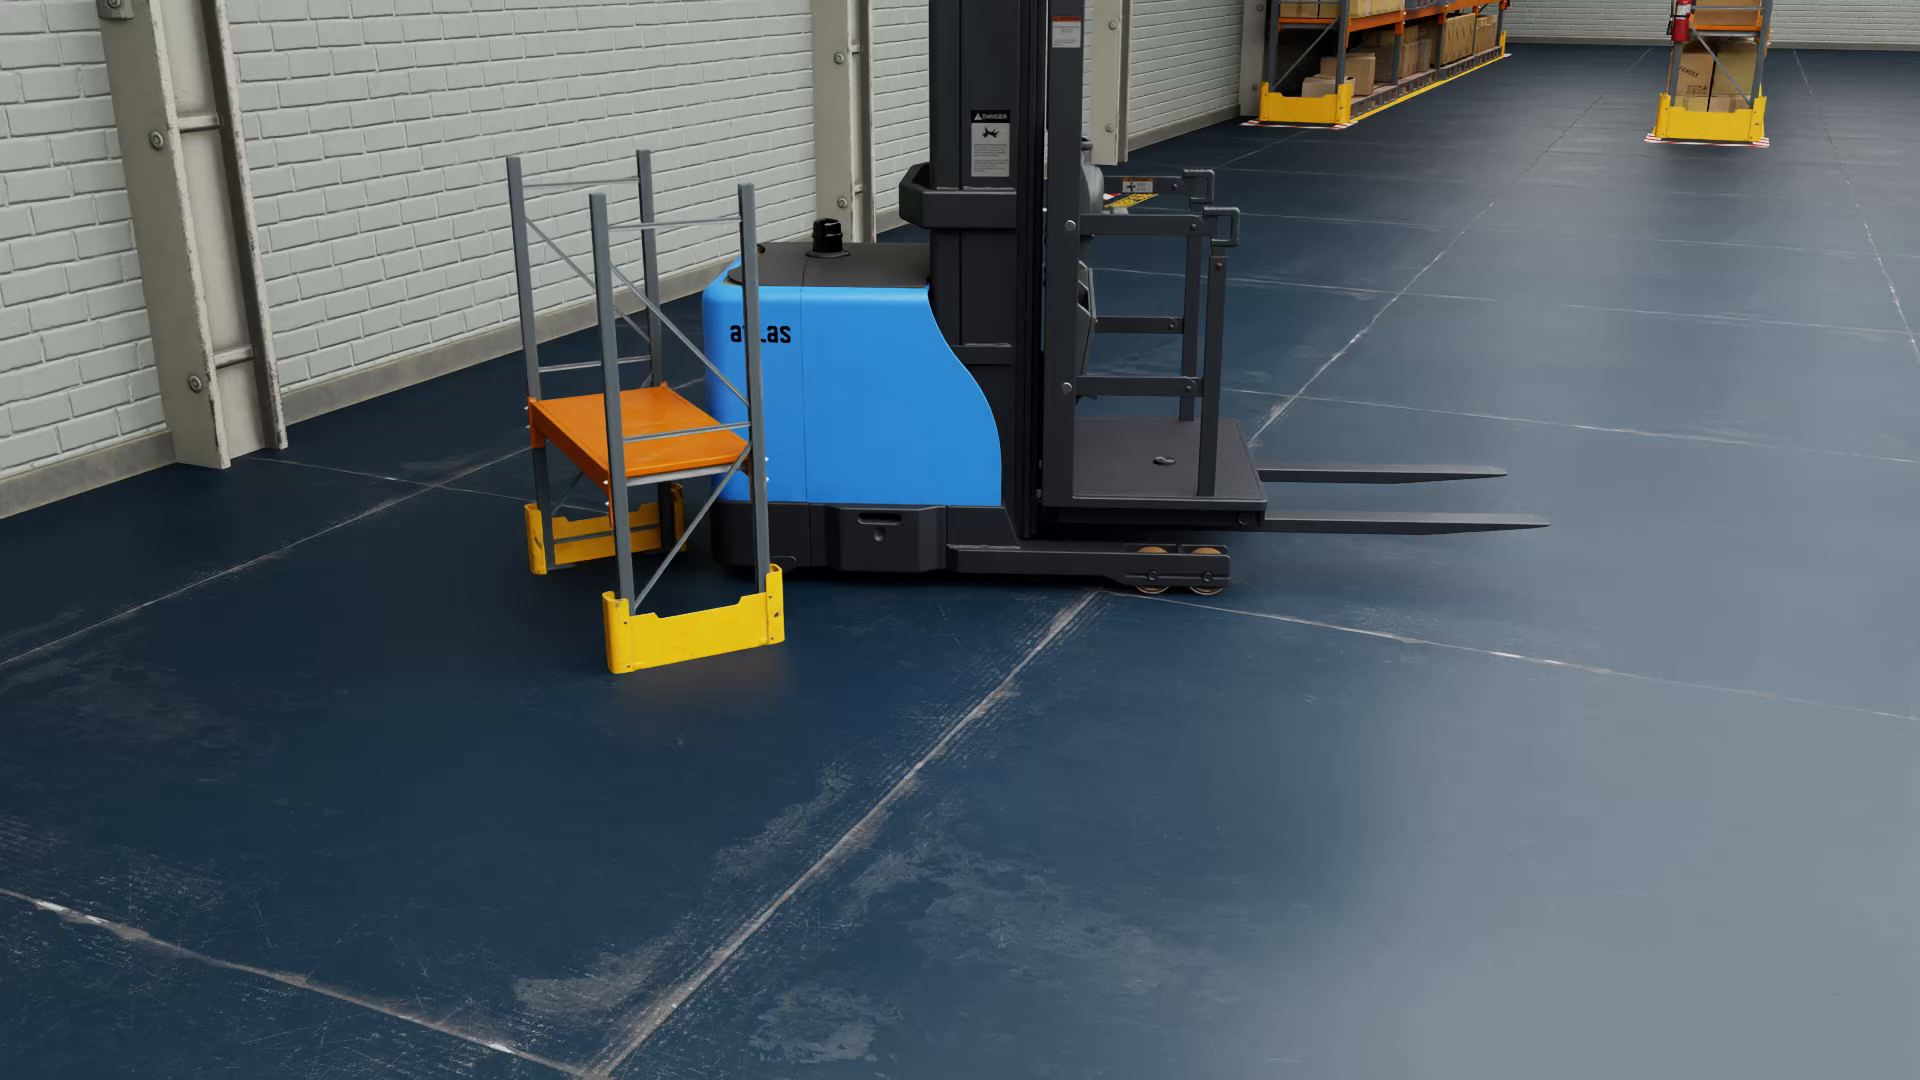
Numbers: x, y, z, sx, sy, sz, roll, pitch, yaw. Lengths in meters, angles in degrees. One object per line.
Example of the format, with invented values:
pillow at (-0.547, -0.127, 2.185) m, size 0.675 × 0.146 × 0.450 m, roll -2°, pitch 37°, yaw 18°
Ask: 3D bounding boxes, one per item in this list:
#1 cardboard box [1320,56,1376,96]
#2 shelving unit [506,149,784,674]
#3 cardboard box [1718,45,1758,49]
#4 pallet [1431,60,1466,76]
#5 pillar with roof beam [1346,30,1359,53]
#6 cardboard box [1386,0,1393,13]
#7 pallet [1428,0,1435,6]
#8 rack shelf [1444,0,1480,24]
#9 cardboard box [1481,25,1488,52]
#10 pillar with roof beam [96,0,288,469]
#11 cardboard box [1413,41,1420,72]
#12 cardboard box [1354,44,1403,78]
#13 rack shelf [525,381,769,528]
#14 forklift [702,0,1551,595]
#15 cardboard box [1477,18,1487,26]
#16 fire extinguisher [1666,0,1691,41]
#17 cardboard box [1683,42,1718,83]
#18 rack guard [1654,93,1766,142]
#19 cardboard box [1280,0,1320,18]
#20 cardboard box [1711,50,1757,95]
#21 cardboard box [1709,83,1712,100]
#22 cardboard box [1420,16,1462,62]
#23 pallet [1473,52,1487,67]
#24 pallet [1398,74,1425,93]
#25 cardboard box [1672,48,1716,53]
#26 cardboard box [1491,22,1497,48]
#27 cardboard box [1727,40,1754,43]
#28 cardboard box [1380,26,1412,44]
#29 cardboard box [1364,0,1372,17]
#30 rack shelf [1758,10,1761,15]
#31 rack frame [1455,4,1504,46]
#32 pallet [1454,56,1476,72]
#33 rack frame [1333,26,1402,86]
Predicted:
cardboard box at (5.496, -6.598, 23.618) m, size 0.700 × 0.500 × 0.500 m, roll 7°, pitch 21°, yaw 19°
shelving unit at (-1.088, -0.485, 5.595) m, size 0.587 × 1.500 × 1.083 m, roll -10°, pitch 22°, yaw -26°
cardboard box at (10.303, -6.301, 22.067) m, size 0.500 × 0.500 × 0.500 m, roll 9°, pitch 21°, yaw 23°
pallet at (8.720, -8.711, 30.649) m, size 1.003 × 0.211 × 1.213 m, roll 9°, pitch 21°, yaw 23°
pillar with roof beam at (10.434, -11.380, 25.038) m, size 9.100 × 9.000 × 0.400 m, roll 9°, pitch 21°, yaw 23°
cardboard box at (5.869, -7.645, 23.684) m, size 0.500 × 0.250 × 0.500 m, roll 8°, pitch 21°, yaw 22°
pallet at (7.054, -8.722, 26.803) m, size 1.003 × 0.211 × 1.213 m, roll 9°, pitch 21°, yaw 23°
rack shelf at (8.647, -9.695, 30.328) m, size 1.077 × 0.370 × 4.000 m, roll 9°, pitch 21°, yaw 23°
cardboard box at (10.286, -10.190, 33.749) m, size 0.700 × 0.500 × 0.500 m, roll 9°, pitch 22°, yaw 24°
pillar with roof beam at (0.606, -4.043, 4.409) m, size 9.100 × 9.000 × 0.400 m, roll 9°, pitch 21°, yaw 23°
cardboard box at (7.263, -8.084, 27.796) m, size 0.700 × 0.500 × 0.500 m, roll 9°, pitch 21°, yaw 23°
cardboard box at (6.642, -7.622, 26.498) m, size 0.700 × 0.500 × 0.500 m, roll 8°, pitch 21°, yaw 22°
rack shelf at (-1.083, -0.313, 5.647) m, size 0.538 × 0.185 × 1.000 m, roll -10°, pitch 22°, yaw -26°
forklift at (0.627, -1.368, 5.942) m, size 3.031 × 2.935 × 1.130 m, roll 1°, pitch 20°, yaw 3°
cardboard box at (10.386, -10.425, 33.442) m, size 0.380 × 0.149 × 0.250 m, roll 8°, pitch 21°, yaw 21°
fire extinguisher at (8.600, -6.290, 19.794) m, size 0.296 × 0.674 × 0.183 m, roll 9°, pitch 21°, yaw 23°
cardboard box at (10.037, -6.524, 22.696) m, size 0.500 × 0.500 × 0.500 m, roll 9°, pitch 21°, yaw 23°
rack guard at (9.063, -5.114, 20.102) m, size 1.175 × 0.500 × 0.348 m, roll 9°, pitch 21°, yaw 23°
cardboard box at (4.566, -7.086, 22.110) m, size 0.500 × 0.250 × 0.500 m, roll 9°, pitch 21°, yaw 23°
cardboard box at (9.698, -5.841, 20.774) m, size 0.500 × 0.500 × 0.500 m, roll 9°, pitch 21°, yaw 23°
cardboard box at (10.035, -6.172, 22.823) m, size 0.500 × 0.250 × 0.500 m, roll 9°, pitch 21°, yaw 23°
cardboard box at (8.613, -9.082, 30.110) m, size 0.750 × 0.750 × 0.750 m, roll 8°, pitch 21°, yaw 22°
pallet at (9.848, -9.554, 33.017) m, size 1.003 × 0.211 × 1.213 m, roll 9°, pitch 21°, yaw 23°
pallet at (7.005, -7.499, 27.239) m, size 1.003 × 0.211 × 1.213 m, roll 9°, pitch 21°, yaw 23°
cardboard box at (9.417, -6.067, 21.409) m, size 0.500 × 0.500 × 0.500 m, roll 9°, pitch 21°, yaw 23°
cardboard box at (10.908, -10.661, 35.073) m, size 0.700 × 0.500 × 0.500 m, roll 9°, pitch 21°, yaw 23°
cardboard box at (13.005, -8.035, 27.658) m, size 0.500 × 0.500 × 0.500 m, roll 8°, pitch 21°, yaw 21°
cardboard box at (7.084, -8.255, 27.159) m, size 0.500 × 0.250 × 0.500 m, roll 8°, pitch 21°, yaw 22°
cardboard box at (5.241, -7.182, 22.382) m, size 0.500 × 0.250 × 0.500 m, roll 8°, pitch 21°, yaw 21°
rack shelf at (11.529, -7.794, 24.982) m, size 1.077 × 0.370 × 4.000 m, roll 9°, pitch 21°, yaw 23°
rack frame at (11.104, -11.868, 35.365) m, size 1.000 × 3.000 × 0.127 m, roll 9°, pitch 21°, yaw 23°
pallet at (9.218, -9.086, 31.701) m, size 1.003 × 0.211 × 1.213 m, roll 9°, pitch 21°, yaw 23°
rack frame at (6.190, -8.200, 25.050) m, size 1.000 × 3.000 × 0.127 m, roll 9°, pitch 21°, yaw 23°
